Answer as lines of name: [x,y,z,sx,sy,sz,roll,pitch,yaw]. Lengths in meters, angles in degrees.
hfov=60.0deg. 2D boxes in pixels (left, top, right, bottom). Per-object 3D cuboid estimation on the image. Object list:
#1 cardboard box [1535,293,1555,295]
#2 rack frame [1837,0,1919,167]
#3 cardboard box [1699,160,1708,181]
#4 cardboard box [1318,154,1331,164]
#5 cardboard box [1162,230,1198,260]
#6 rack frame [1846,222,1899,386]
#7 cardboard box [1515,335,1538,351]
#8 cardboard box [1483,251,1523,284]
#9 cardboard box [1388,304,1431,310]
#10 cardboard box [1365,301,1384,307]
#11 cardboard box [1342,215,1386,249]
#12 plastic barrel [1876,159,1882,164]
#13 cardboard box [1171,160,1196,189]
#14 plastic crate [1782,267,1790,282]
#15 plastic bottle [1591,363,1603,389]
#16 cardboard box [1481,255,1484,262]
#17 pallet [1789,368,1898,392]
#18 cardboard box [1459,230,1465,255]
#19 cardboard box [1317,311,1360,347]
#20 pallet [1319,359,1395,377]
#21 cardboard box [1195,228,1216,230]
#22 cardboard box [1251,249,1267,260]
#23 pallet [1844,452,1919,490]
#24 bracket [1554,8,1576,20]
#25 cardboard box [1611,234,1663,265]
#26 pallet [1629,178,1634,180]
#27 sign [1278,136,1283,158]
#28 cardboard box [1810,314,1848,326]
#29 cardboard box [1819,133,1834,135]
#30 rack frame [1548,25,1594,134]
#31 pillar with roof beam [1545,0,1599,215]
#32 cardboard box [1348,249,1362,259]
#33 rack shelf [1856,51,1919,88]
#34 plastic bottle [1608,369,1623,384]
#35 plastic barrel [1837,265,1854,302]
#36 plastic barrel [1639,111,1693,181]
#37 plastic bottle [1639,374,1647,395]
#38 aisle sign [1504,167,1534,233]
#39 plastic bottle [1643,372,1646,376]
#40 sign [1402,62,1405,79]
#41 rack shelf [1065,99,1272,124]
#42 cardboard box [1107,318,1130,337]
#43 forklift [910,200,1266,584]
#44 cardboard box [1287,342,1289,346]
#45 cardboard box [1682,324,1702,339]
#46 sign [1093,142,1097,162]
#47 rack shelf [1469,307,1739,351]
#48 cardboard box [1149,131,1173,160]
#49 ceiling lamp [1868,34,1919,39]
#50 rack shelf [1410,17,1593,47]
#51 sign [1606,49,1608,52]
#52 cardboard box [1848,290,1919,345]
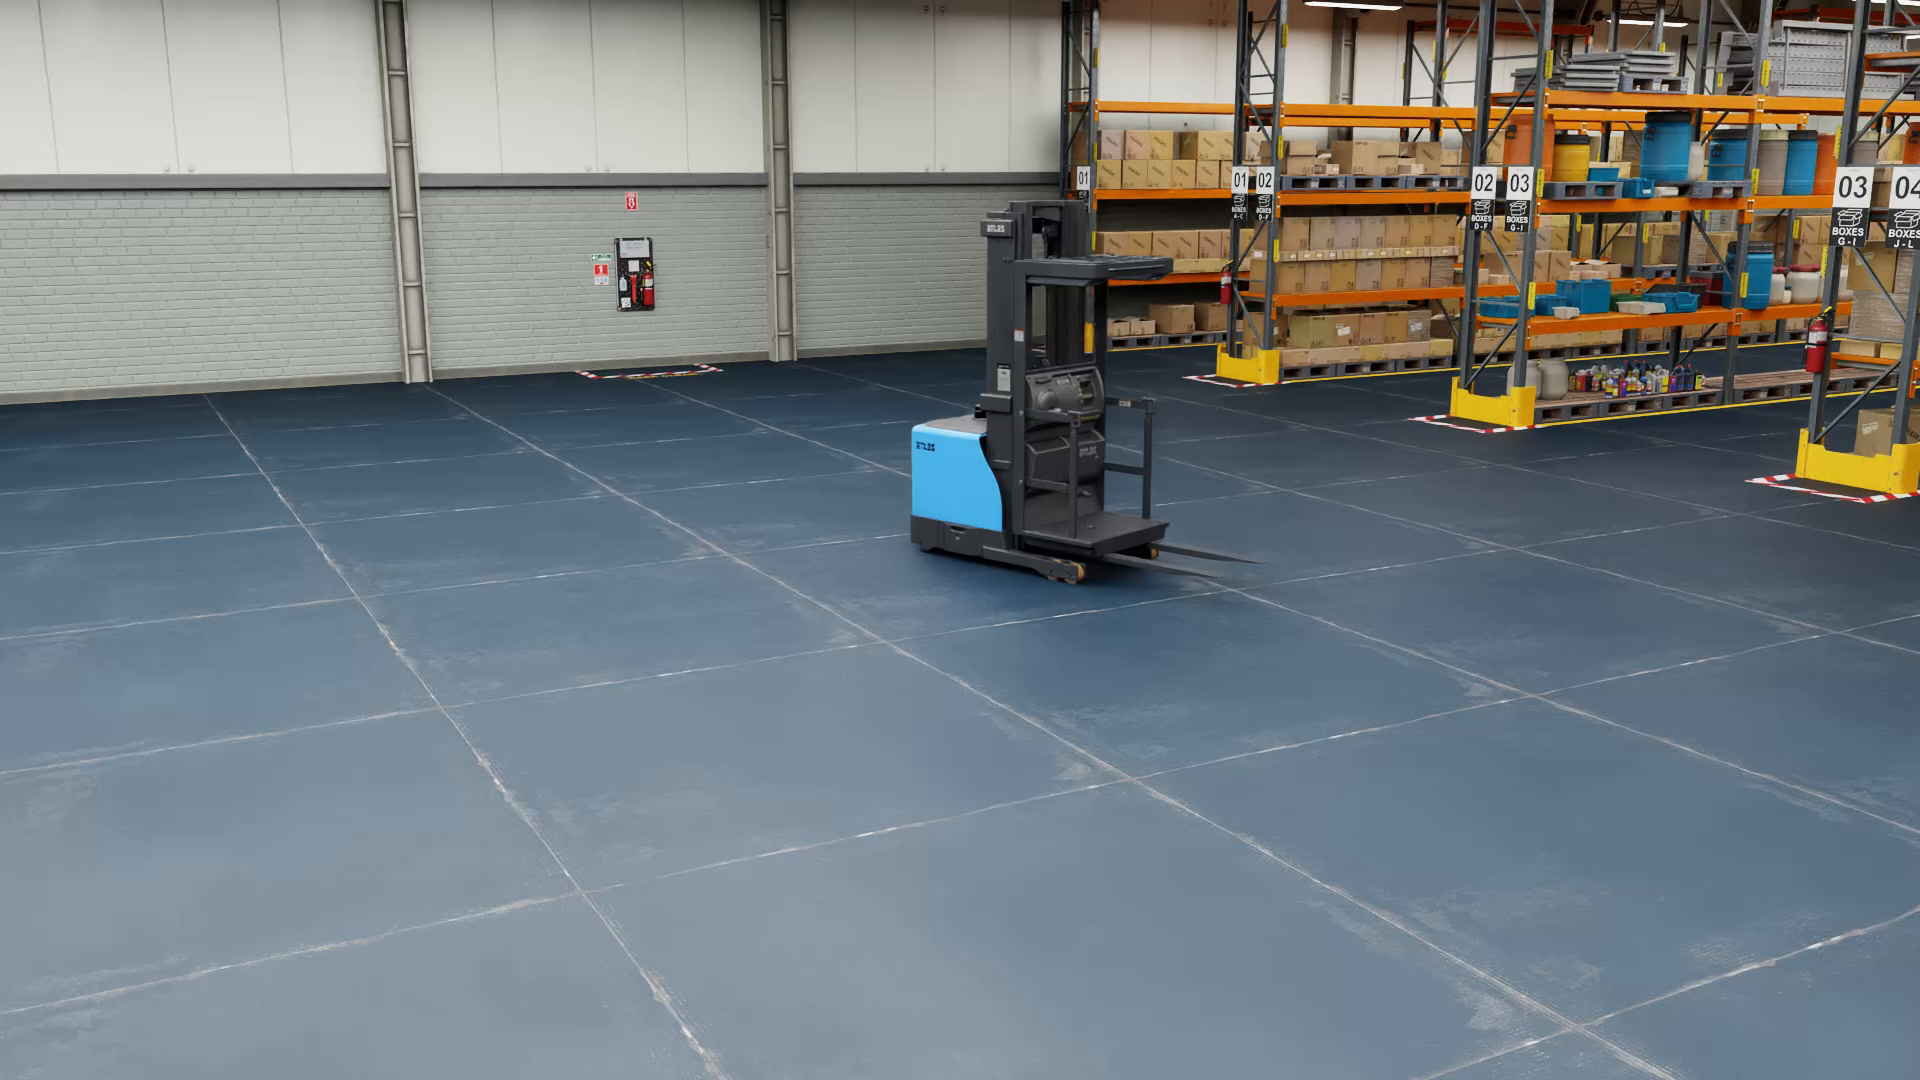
cardboard box: [12.091,-5.227,34.944,0.750,0.750,0.750,-7,14,-27]
rack frame: [9.187,-4.965,16.176,0.127,3.000,1.000,-7,14,-28]
cardboard box: [12.736,-6.462,29.433,0.500,0.500,0.910,-7,14,-28]
cardboard box: [5.816,-5.871,25.963,0.500,0.311,0.500,-5,14,-21]
cardboard box: [3.972,-5.357,30.168,0.500,0.500,0.500,-6,14,-26]
rack frame: [13.835,-3.835,24.816,0.127,3.000,1.000,-7,14,-28]
cardboard box: [9.330,-3.335,27.904,0.500,0.250,0.500,-7,15,-30]
cardboard box: [9.099,-4.551,27.770,0.500,0.500,0.500,-6,14,-24]
cardboard box: [7.397,-3.610,27.414,0.500,0.500,0.500,-7,14,-28]
cardboard box: [7.974,-4.621,33.003,0.500,0.500,0.700,-7,14,-28]
cardboard box: [6.246,-4.844,26.119,0.500,0.500,0.700,-7,14,-28]
plastic barrel: [13.416,-5.379,24.591,0.421,0.512,0.421,0,13,0]
cardboard box: [3.882,-6.577,29.895,0.500,0.500,0.500,-6,14,-24]
plastic crate: [12.270,-3.755,24.316,0.583,0.464,0.402,-7,14,-28]
plastic bottle: [8.715,-2.247,22.793,0.185,0.351,0.144,-6,14,-26]
cardboard box: [10.604,-5.762,33.906,0.250,0.149,0.380,-7,14,-27]
pallet: [13.137,-2.400,24.793,1.213,0.211,1.003,-7,14,-28]
cardboard box: [10.101,-6.003,33.498,0.500,0.500,0.500,-6,14,-26]
cardboard box: [5.891,-3.299,26.033,0.500,0.500,0.500,-7,14,-28]
pallet: [6.164,-2.804,26.586,1.213,0.211,1.003,-7,14,-28]
cardboard box: [4.609,-5.563,31.082,0.500,0.500,0.500,-7,14,-28]
cardboard box: [4.687,-4.390,25.579,0.250,0.149,0.380,-7,15,-29]
pallet: [9.983,-0.765,17.526,1.213,0.211,1.003,-7,14,-28]
bracket: [12.605,-10.976,34.685,0.430,0.232,0.235,-7,14,-28]
cardboard box: [11.964,-5.131,29.393,0.700,0.500,0.500,11,17,41]
pallet: [10.912,-6.072,28.357,1.003,0.211,1.213,-6,14,-25]
sign: [4.704,-5.769,24.408,0.005,0.325,0.100,-7,14,-28]
cardboard box: [16.623,-4.406,32.038,0.637,0.503,0.797,-7,14,-28]
cardboard box: [15.891,-7.294,30.851,0.500,0.500,0.700,-7,14,-28]
rack frame: [12.599,-9.091,34.511,0.127,3.000,1.000,-7,14,-28]
pillar with roof beam: [14.862,-8.502,31.892,0.548,9.000,9.100,-7,14,-28]
cardboard box: [6.020,-4.449,25.840,0.250,0.149,0.380,-7,14,-29]
rack shelf: [10.942,-4.823,17.191,4.000,0.370,1.077,-7,14,-28]
plastic bottle: [8.971,-2.204,22.773,0.135,0.276,0.152,-7,14,-28]
plastic barrel: [12.665,-3.695,23.943,0.421,0.512,0.421,0,13,0]
plastic barrel: [9.399,-5.243,22.142,0.708,0.901,0.600,-7,14,-28]
plastic bottle: [9.121,-2.075,22.210,0.097,0.271,0.097,0,13,0]
aisle sign: [6.891,-4.197,20.506,0.004,0.787,0.394,-7,14,-28]
plastic bottle: [9.249,-2.130,22.426,0.133,0.283,0.061,-7,14,-28]
sign: [8.819,-9.310,32.994,0.005,0.325,0.100,-7,14,-28]
rack shelf: [3.822,-7.687,29.915,4.000,0.370,1.077,-7,14,-28]
cardboard box: [2.717,-3.860,30.053,0.500,0.311,0.500,-9,15,-34]
forklift: [1.013,-1.213,13.324,3.031,2.935,1.130,11,17,40]
cardboard box: [5.206,-2.980,26.323,0.500,0.250,0.500,-7,14,-28]
cardboard box: [12.901,-3.885,29.733,0.500,0.500,0.500,-7,14,-29]
sign: [2.327,-6.687,28.670,0.005,0.325,0.100,-7,14,-28]
rack shelf: [8.569,-2.852,22.090,4.000,0.370,1.077,-7,14,-28]
cardboard box: [3.430,-7.005,29.520,0.500,0.500,0.500,-6,14,-26]
ceiling lamp: [19.676,-12.156,34.832,0.800,3.185,2.000,-7,14,-28]
rack shelf: [10.844,-10.151,33.290,4.000,0.370,1.077,-7,14,-28]
sign: [11.197,-8.314,28.749,0.005,0.325,0.100,-7,14,-28]
cardboard box: [9.683,-2.285,17.025,0.500,0.500,0.875,-7,14,-28]
